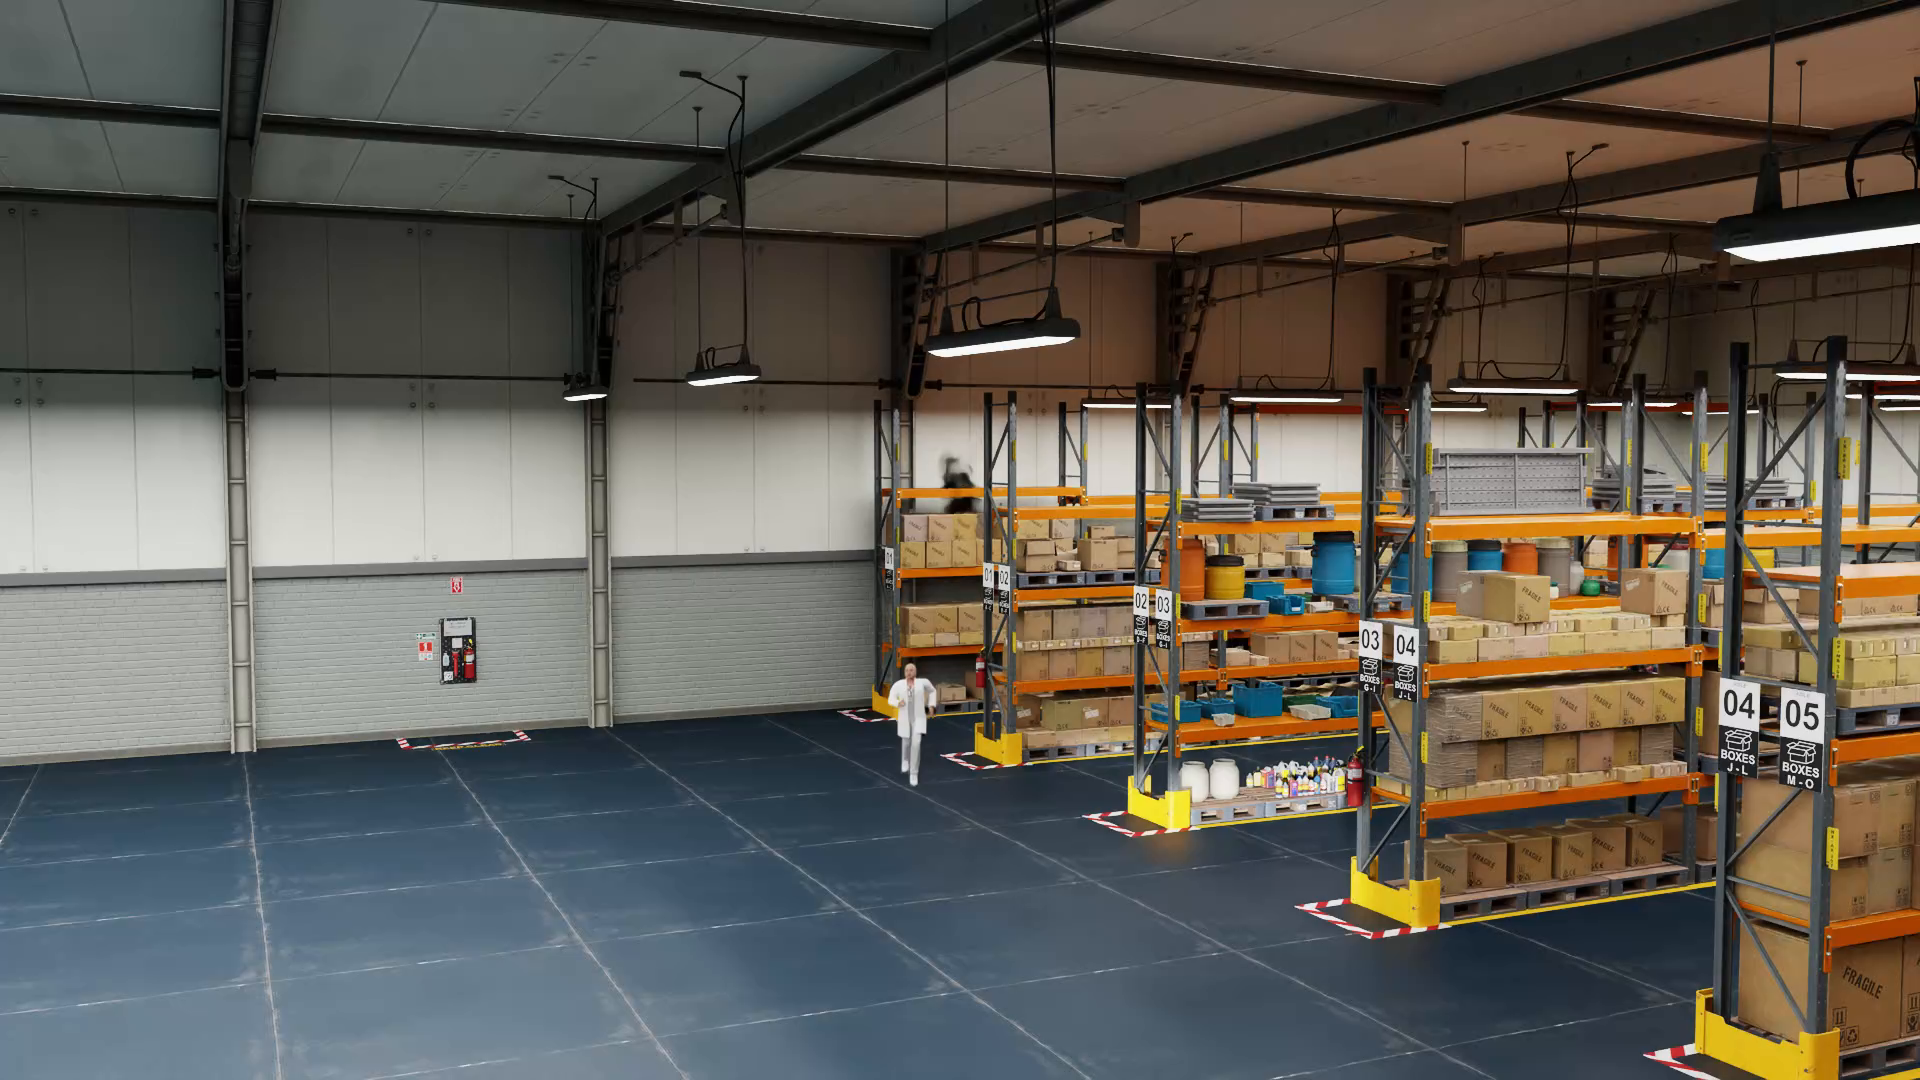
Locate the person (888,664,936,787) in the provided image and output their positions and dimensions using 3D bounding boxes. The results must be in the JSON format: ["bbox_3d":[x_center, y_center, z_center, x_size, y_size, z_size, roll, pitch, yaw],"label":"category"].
[{"bbox_3d":[-0.730,2.787,25.526,0.726,1.817,1.041,0,3,5],"label":"person"}]
